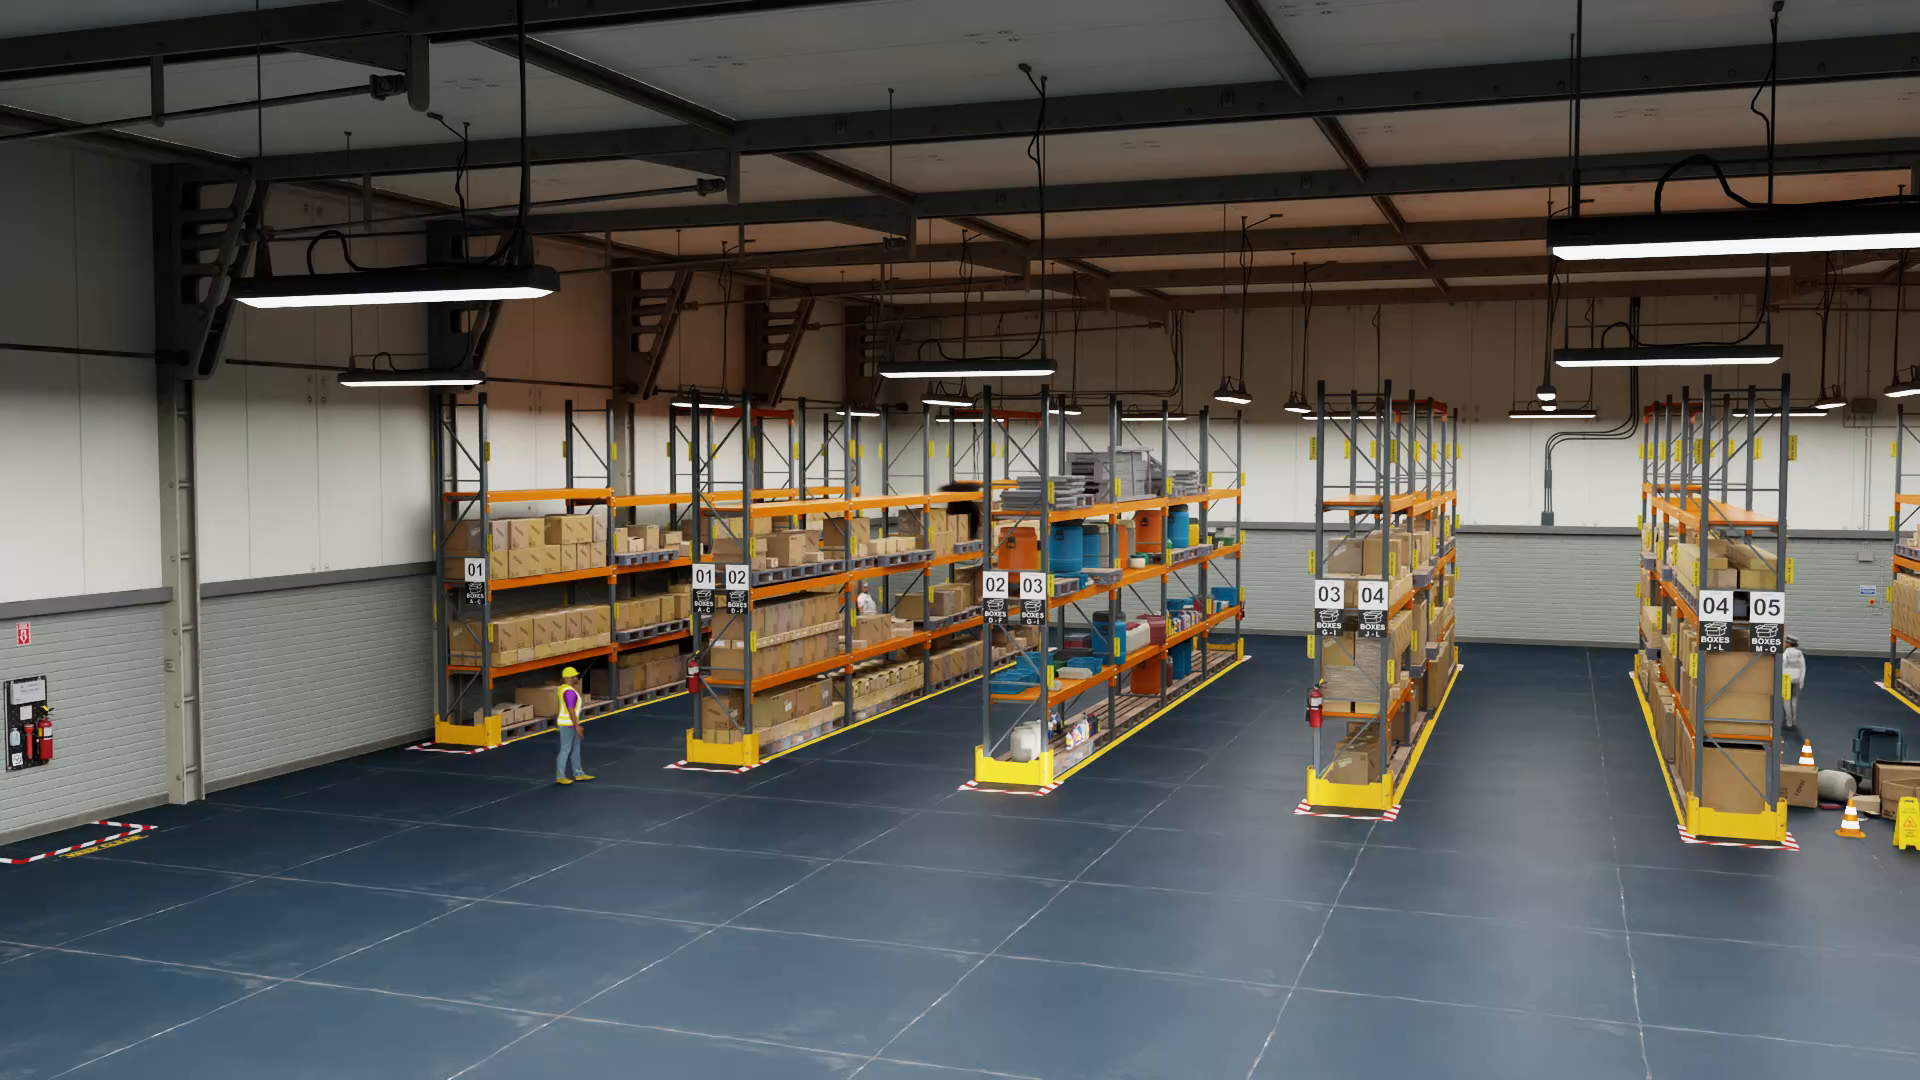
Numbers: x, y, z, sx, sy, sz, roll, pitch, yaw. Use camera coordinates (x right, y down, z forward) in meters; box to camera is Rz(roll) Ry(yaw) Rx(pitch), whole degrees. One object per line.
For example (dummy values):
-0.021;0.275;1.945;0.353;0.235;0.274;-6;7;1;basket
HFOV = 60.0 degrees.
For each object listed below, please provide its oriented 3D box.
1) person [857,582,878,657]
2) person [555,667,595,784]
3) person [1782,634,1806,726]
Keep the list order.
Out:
-2.175;1.880;39.165;0.467;1.796;0.582;1;3;14;person
-5.828;2.796;25.074;0.569;1.761;0.616;0;3;-7;person
15.039;2.551;30.186;0.567;1.709;0.724;1;3;17;person
